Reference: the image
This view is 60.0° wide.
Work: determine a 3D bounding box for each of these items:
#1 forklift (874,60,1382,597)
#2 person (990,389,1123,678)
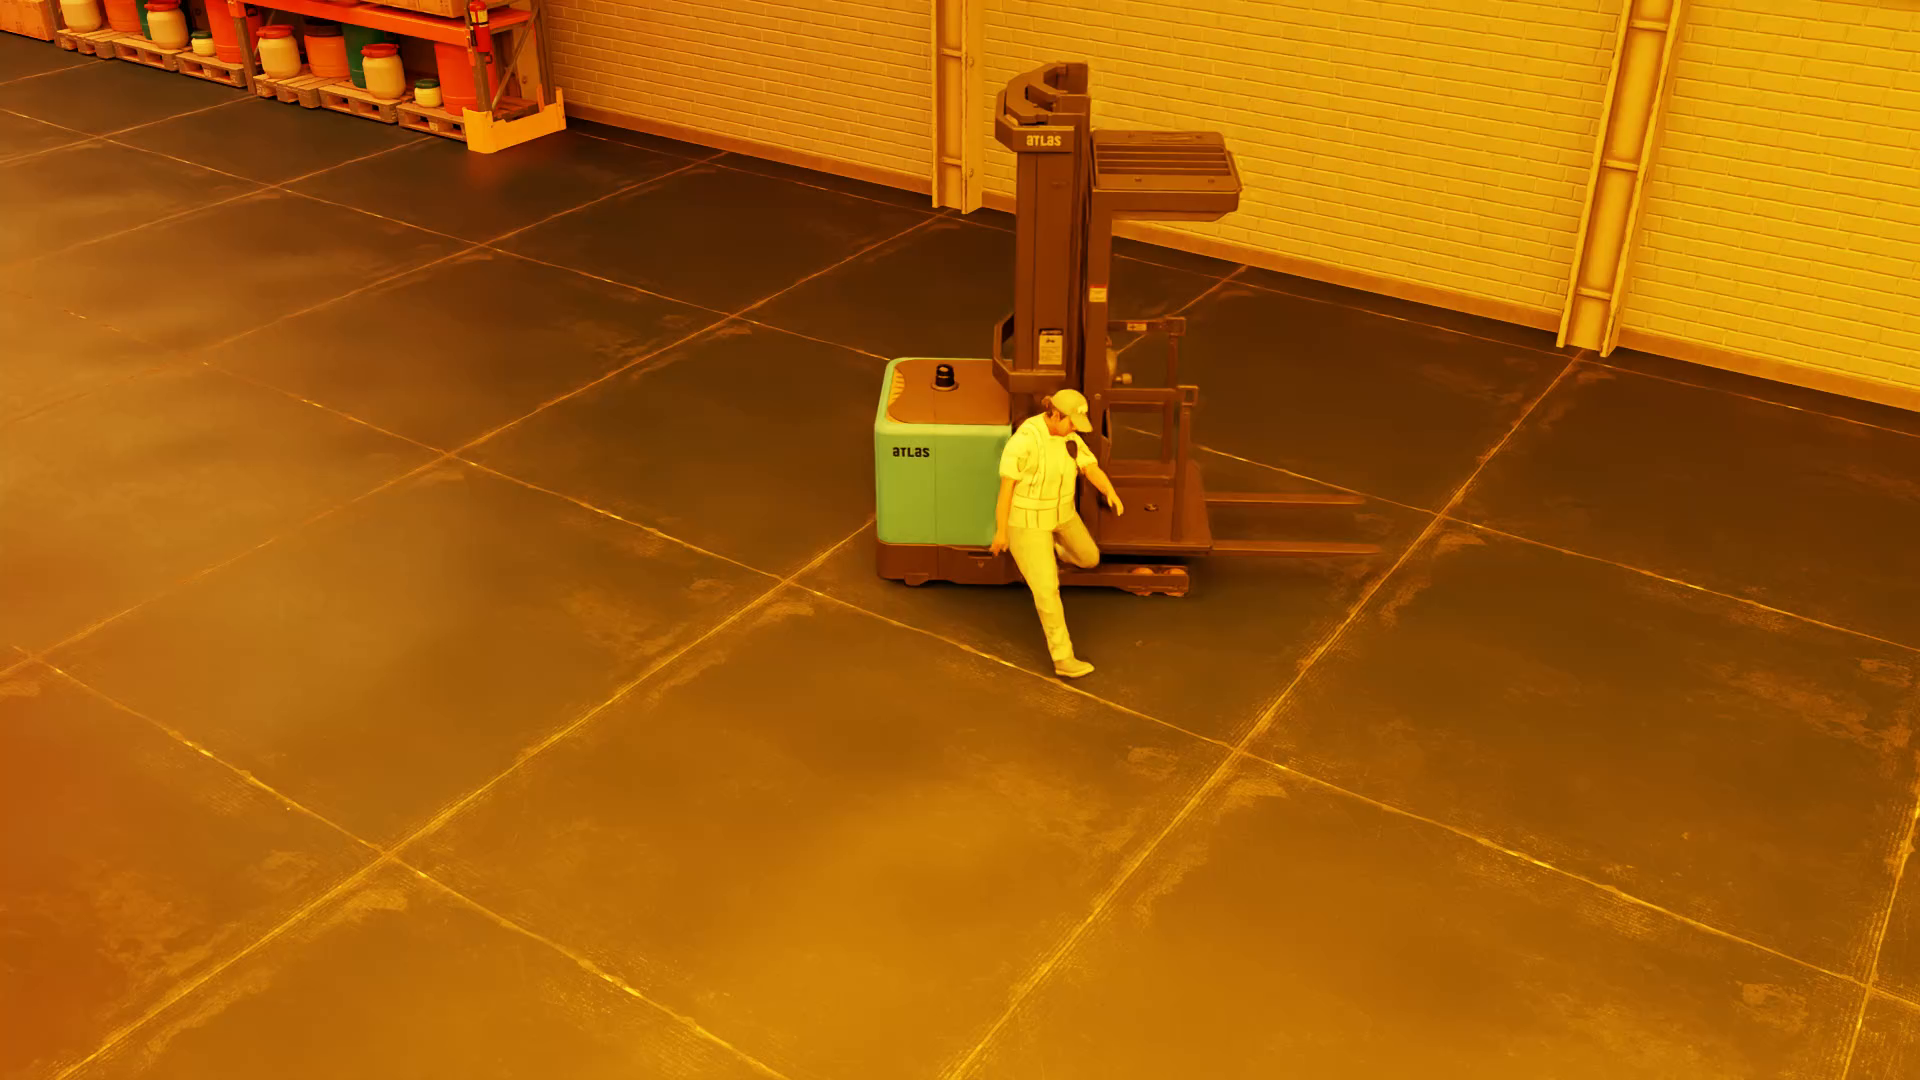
[{"bbox_3d":[1.025,-1.205,9.656,3.031,2.935,1.130,1,30,2],"label":"forklift"},{"bbox_3d":[0.605,-0.106,9.231,0.916,1.476,1.072,-23,37,-34],"label":"person"}]
